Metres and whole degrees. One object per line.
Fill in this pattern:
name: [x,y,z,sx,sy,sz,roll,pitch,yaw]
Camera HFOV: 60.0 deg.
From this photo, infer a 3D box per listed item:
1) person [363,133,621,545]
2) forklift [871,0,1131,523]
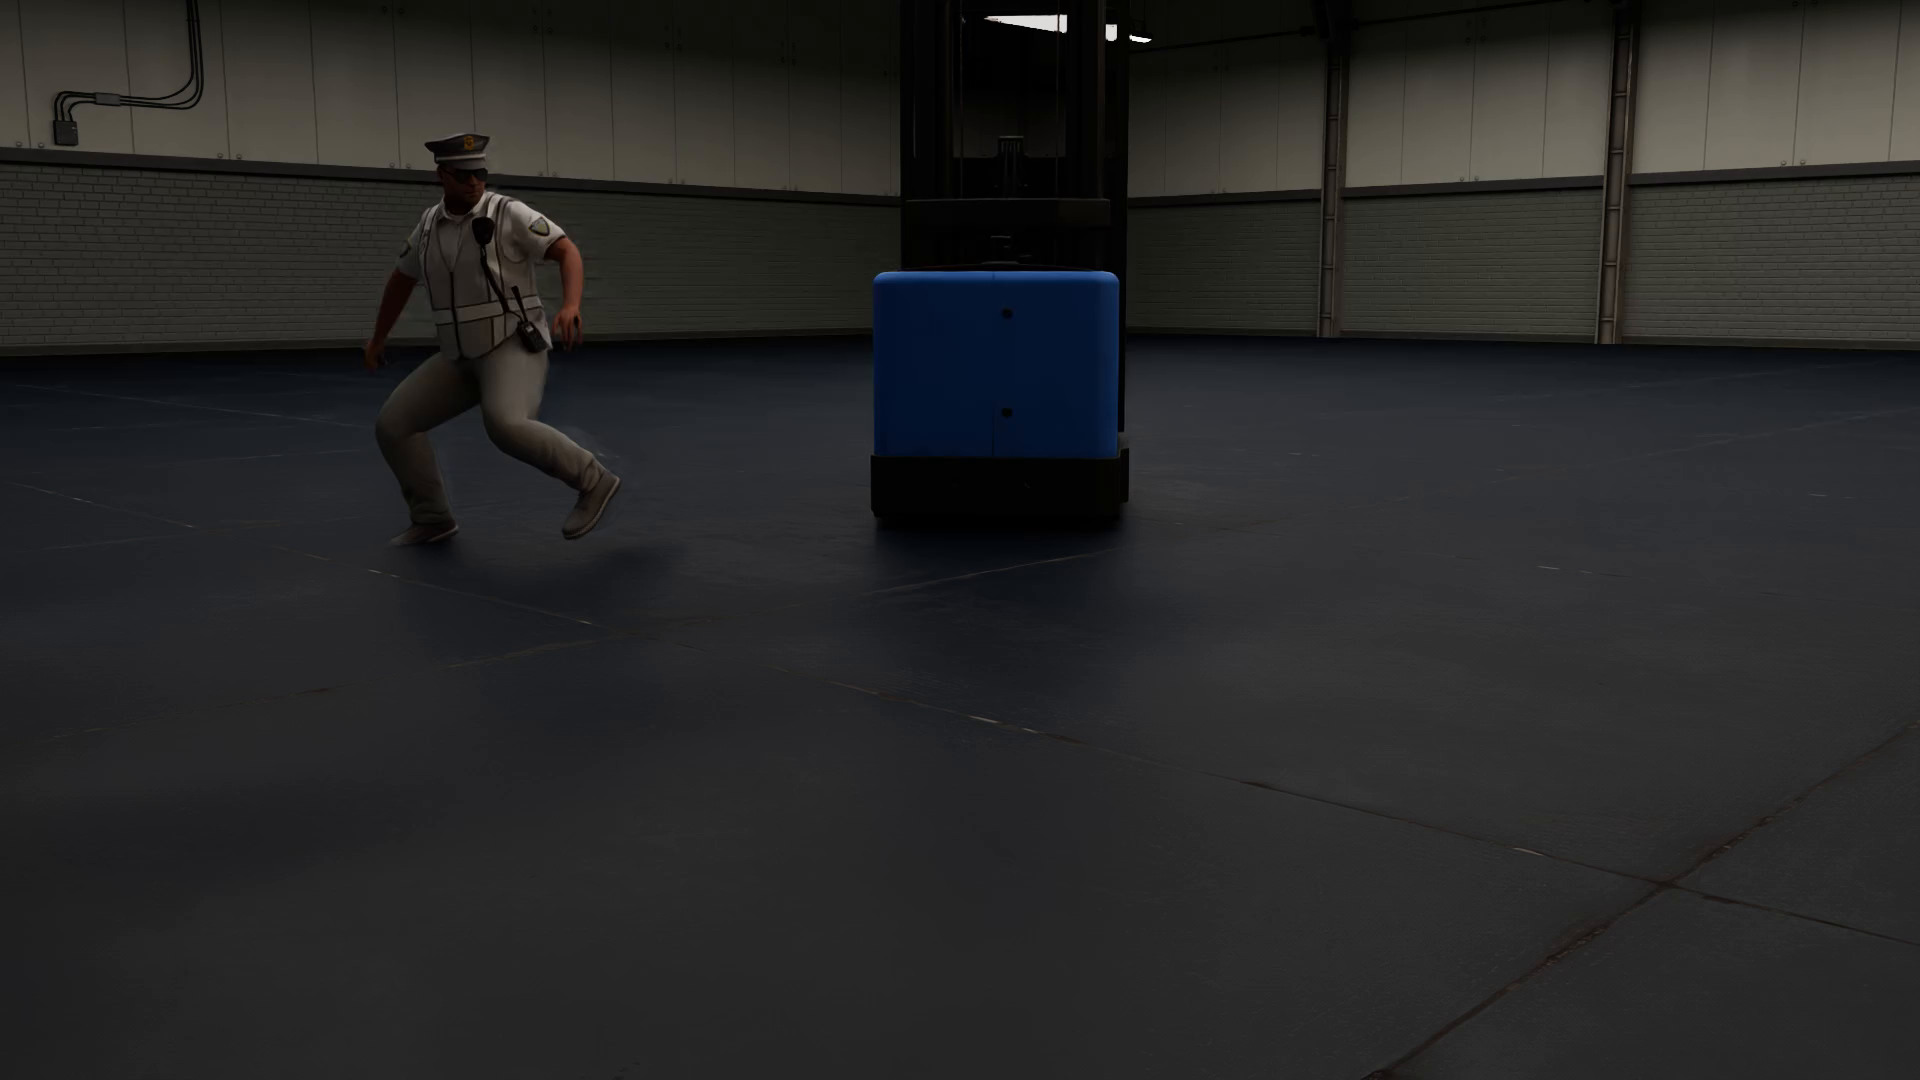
person: [-1.914,-0.747,6.511,1.141,1.641,0.508,4,10,27]
forklift: [0.283,-1.706,8.206,1.130,2.935,3.031,1,9,6]
